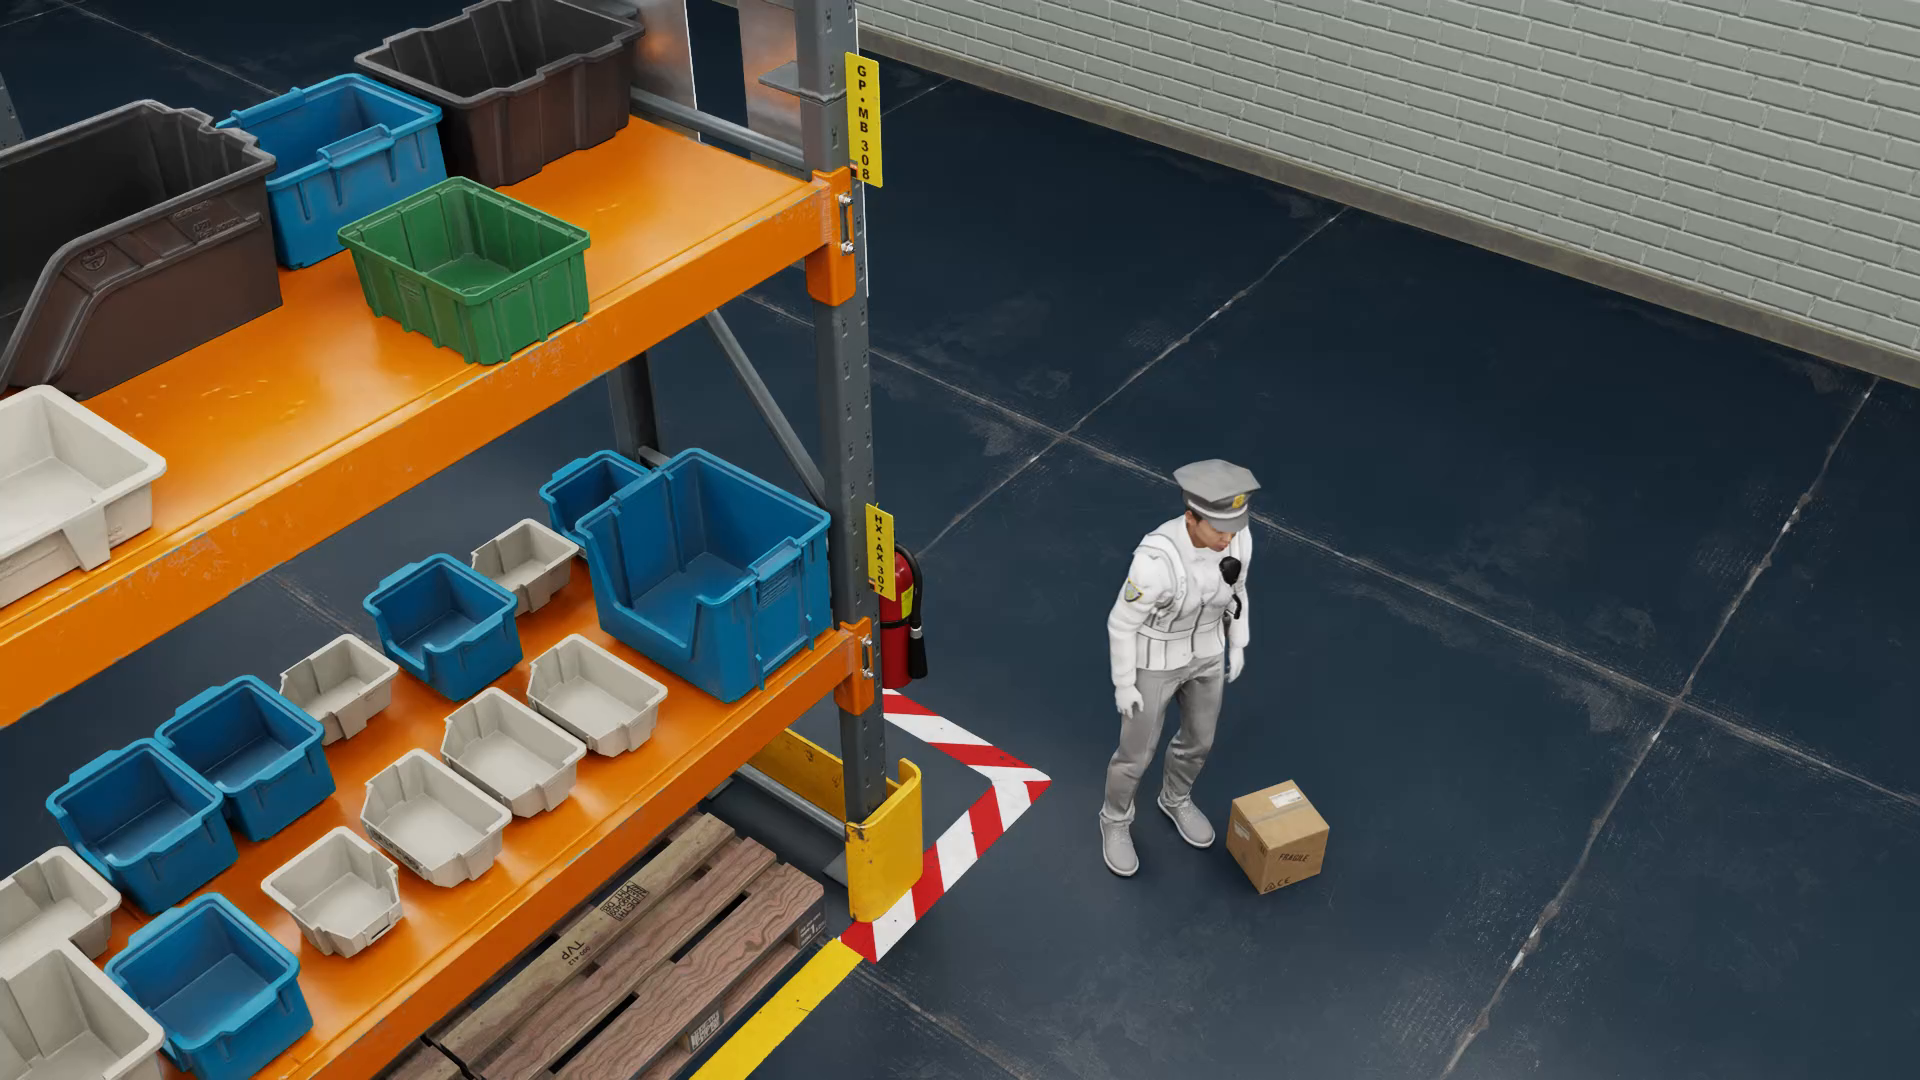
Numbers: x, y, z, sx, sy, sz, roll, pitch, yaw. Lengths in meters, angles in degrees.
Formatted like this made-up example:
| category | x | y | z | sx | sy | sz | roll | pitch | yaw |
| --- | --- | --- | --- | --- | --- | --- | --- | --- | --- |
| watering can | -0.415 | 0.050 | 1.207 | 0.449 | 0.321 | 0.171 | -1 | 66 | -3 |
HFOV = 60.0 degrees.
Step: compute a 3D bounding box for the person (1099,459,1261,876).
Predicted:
| category | x | y | z | sx | sy | sz | roll | pitch | yaw |
| --- | --- | --- | --- | --- | --- | --- | --- | --- | --- |
| person | 0.741 | 0.417 | 5.639 | 0.544 | 1.662 | 0.376 | -17 | 42 | -19 |
